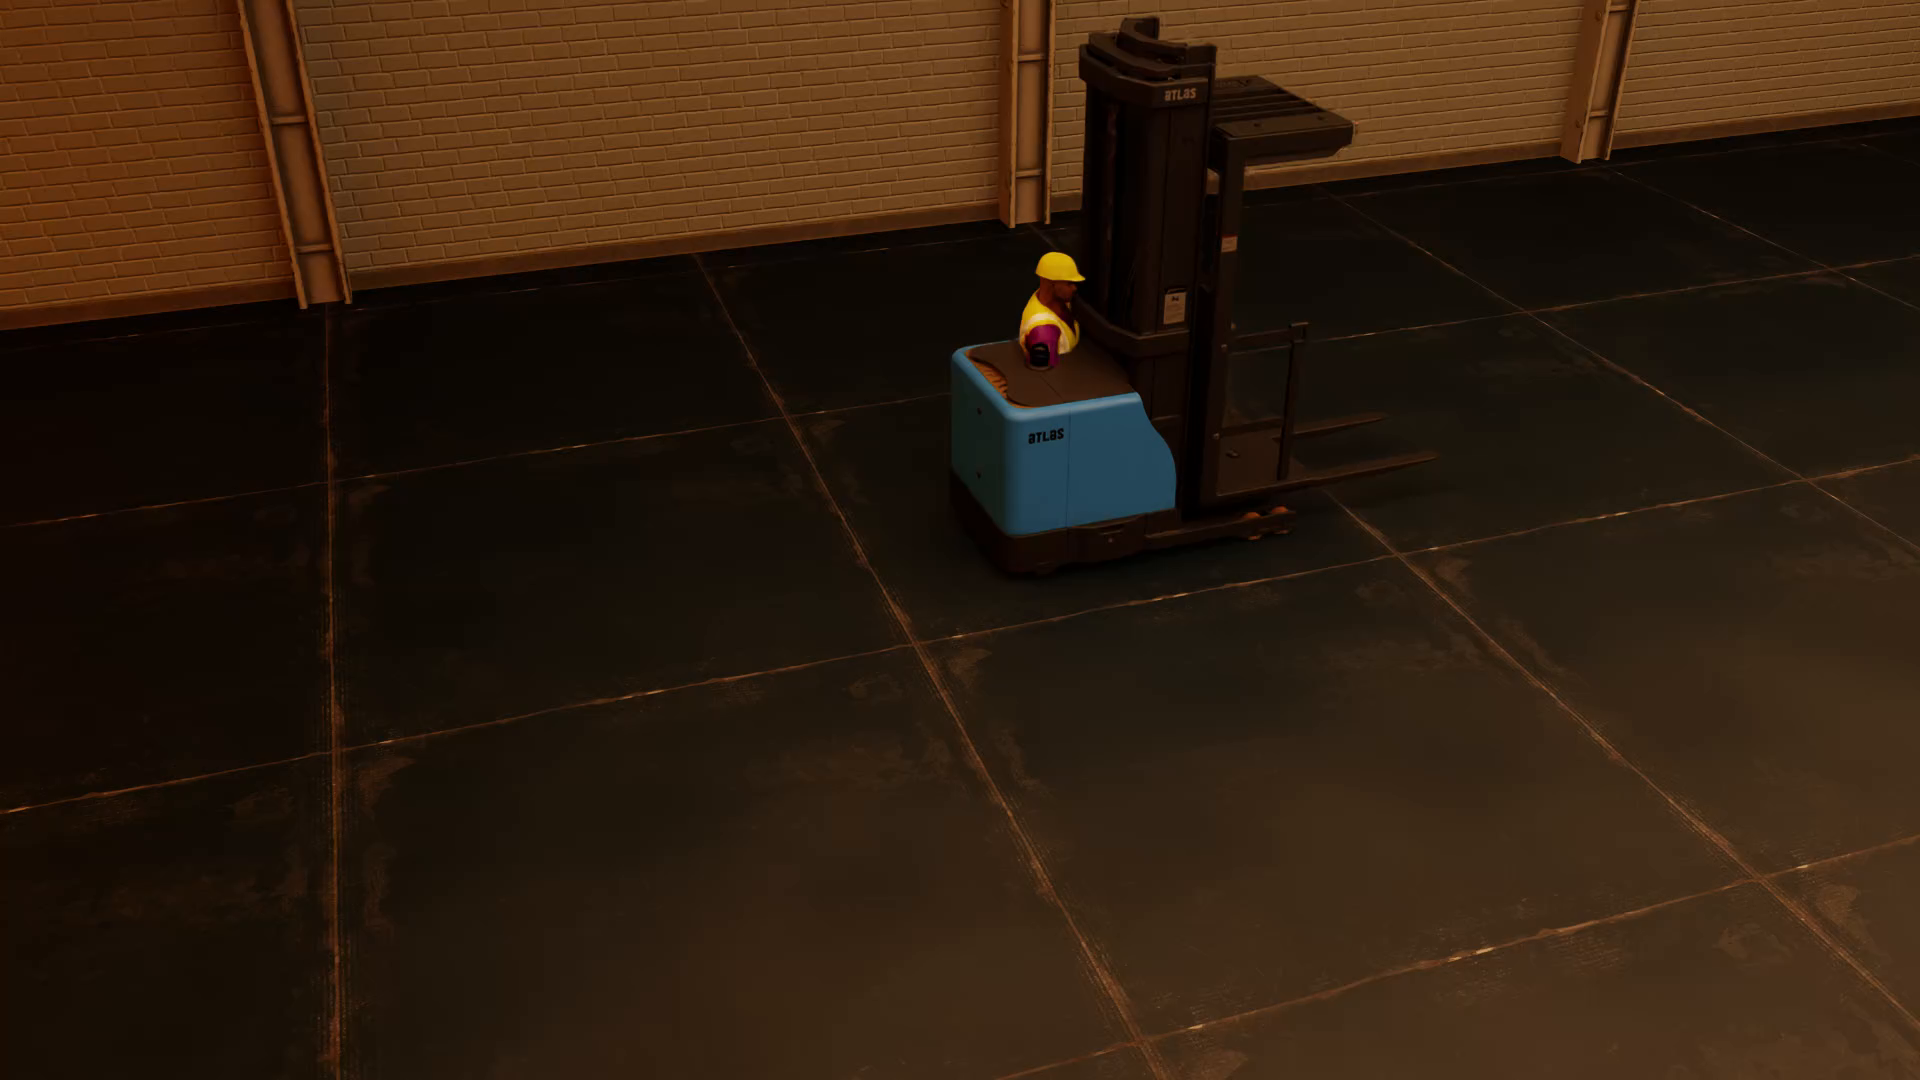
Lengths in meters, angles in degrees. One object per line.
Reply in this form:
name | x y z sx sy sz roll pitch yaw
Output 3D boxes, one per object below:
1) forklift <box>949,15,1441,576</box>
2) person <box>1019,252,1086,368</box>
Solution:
forklift | 1.507 -1.507 9.706 3.031 2.935 1.130 -10 31 -17
person | 0.713 -0.913 9.886 0.717 1.638 0.787 10 31 16
